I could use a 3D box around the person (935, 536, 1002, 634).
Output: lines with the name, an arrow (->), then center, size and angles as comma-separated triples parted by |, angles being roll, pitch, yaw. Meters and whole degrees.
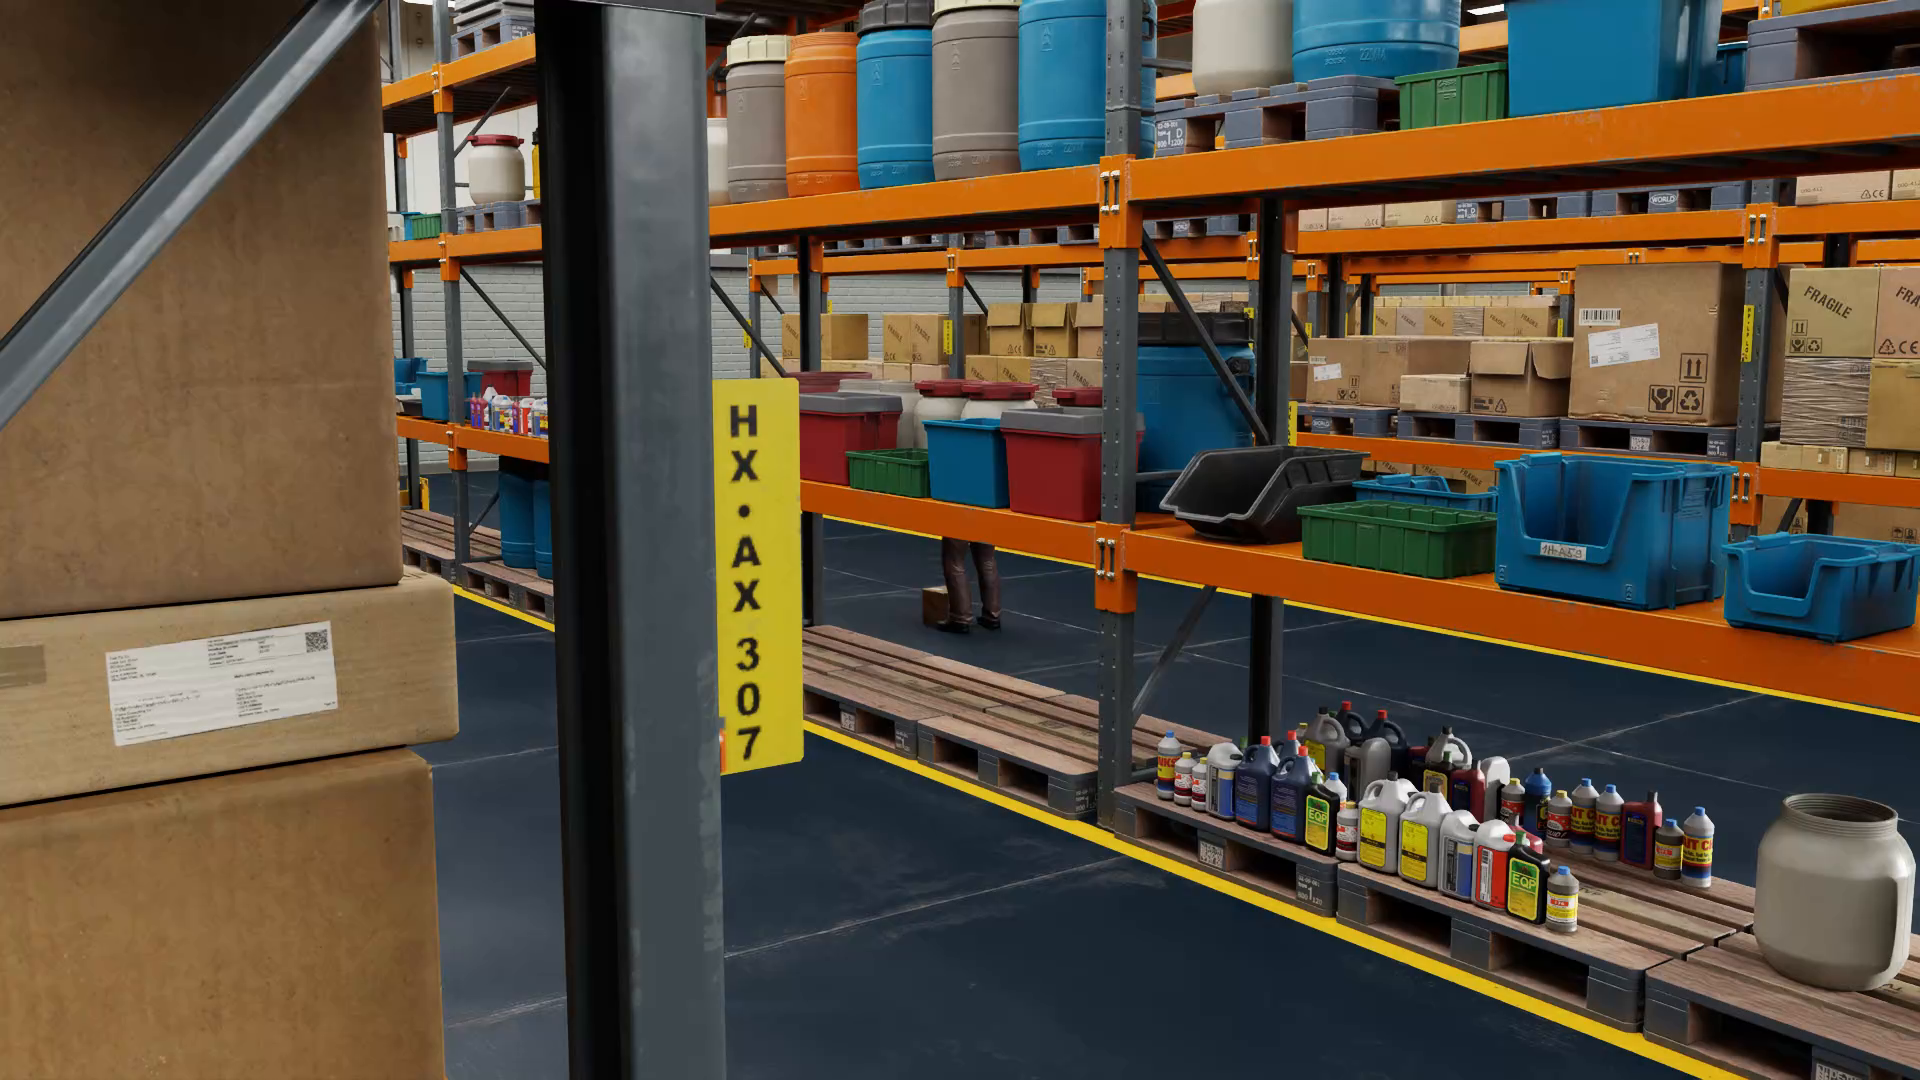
person -> 0.071, -0.223, 11.535 | 0.594, 1.721, 0.423 | -6, 10, -39
